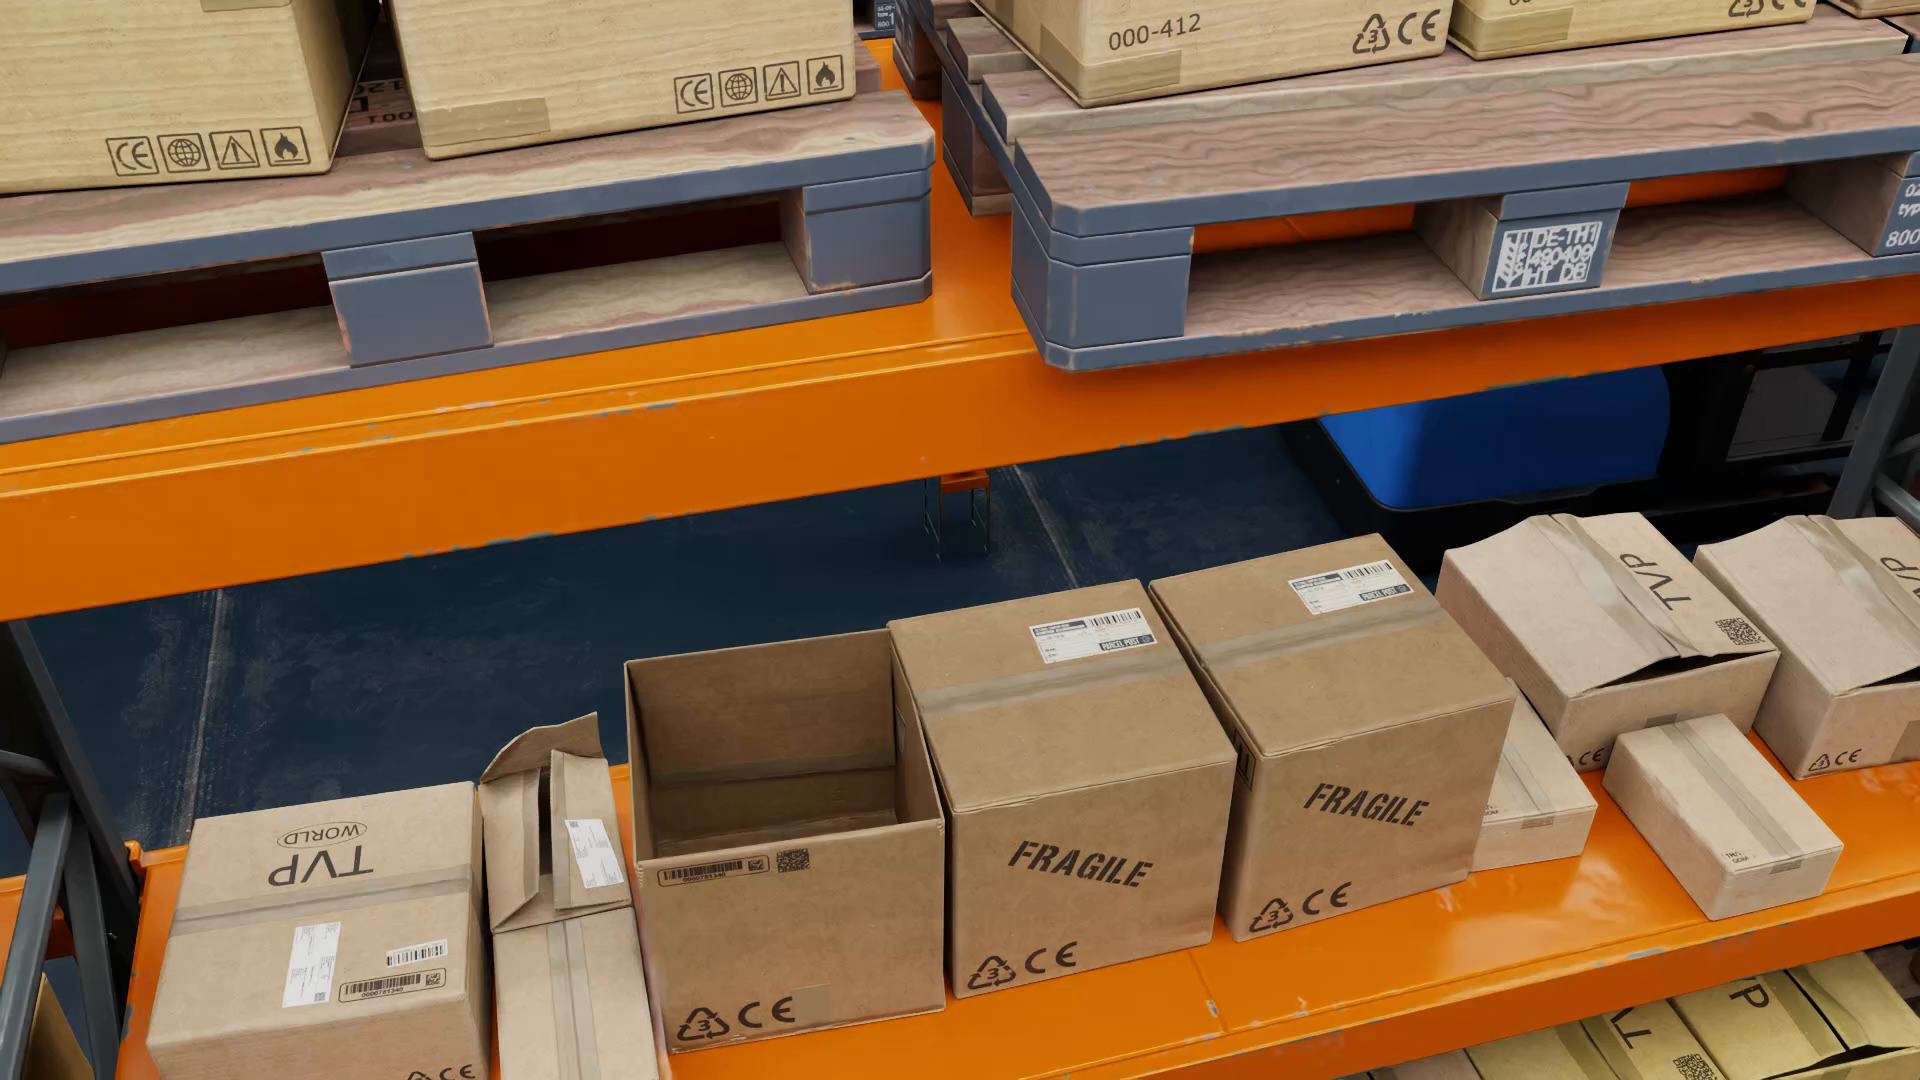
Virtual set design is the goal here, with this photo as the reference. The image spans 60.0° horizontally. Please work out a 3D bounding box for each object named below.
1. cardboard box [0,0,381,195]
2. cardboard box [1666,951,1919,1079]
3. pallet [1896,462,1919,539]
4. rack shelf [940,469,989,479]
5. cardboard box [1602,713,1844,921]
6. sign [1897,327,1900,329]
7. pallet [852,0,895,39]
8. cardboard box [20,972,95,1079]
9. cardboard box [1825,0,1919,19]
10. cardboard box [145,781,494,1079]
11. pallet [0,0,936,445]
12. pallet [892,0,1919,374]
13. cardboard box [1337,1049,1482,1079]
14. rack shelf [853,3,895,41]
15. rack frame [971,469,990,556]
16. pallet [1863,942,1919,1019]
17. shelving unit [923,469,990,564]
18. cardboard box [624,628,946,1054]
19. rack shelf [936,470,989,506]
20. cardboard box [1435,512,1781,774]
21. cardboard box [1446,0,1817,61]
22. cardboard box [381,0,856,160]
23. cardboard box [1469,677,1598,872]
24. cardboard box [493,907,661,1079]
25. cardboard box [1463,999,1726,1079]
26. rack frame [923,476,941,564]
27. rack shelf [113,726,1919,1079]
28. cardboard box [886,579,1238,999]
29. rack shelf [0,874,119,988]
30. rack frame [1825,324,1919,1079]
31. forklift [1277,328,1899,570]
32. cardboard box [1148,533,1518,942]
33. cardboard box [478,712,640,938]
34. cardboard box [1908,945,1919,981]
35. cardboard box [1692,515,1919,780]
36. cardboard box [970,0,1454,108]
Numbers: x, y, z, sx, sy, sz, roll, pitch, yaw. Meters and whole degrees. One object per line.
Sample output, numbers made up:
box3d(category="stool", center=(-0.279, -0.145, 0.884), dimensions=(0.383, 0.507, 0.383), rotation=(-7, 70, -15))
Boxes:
box3d(category="cardboard box", center=(-0.973, -0.623, 1.904), dimensions=(0.500, 0.250, 0.500), rotation=(-6, 38, -7))
box3d(category="cardboard box", center=(1.850, 1.064, 3.846), dimensions=(0.500, 0.311, 0.500), rotation=(-8, 38, -11))
box3d(category="pallet", center=(2.927, 0.062, 3.858), dimensions=(1.003, 0.211, 1.213), rotation=(-9, 38, -12))
box3d(category="rack shelf", center=(-0.014, -0.344, 5.982), dimensions=(0.180, 0.103, 0.258), rotation=(-9, 38, -12))
box3d(category="cardboard box", center=(1.495, 0.539, 3.284), dimensions=(0.250, 0.149, 0.380), rotation=(-9, 38, -12))
box3d(category="sign", center=(2.141, -0.611, 3.692), dimensions=(0.005, 0.325, 0.100), rotation=(-9, 38, -12))
box3d(category="pallet", center=(-0.904, -2.357, 7.020), dimensions=(1.213, 0.211, 1.003), rotation=(-9, 38, -12))
box3d(category="cardboard box", center=(-2.100, 1.285, 3.401), dimensions=(0.500, 0.500, 0.500), rotation=(-9, 38, -12))
box3d(category="cardboard box", center=(1.367, -0.966, 2.353), dimensions=(0.500, 0.250, 0.500), rotation=(-8, 38, -11))
box3d(category="cardboard box", center=(-1.107, 0.724, 2.958), dimensions=(0.500, 0.250, 0.500), rotation=(-7, 38, -9))
box3d(category="pallet", center=(-0.722, -0.495, 2.116), dimensions=(1.217, 0.209, 0.805), rotation=(-11, 39, -14))
box3d(category="pallet", center=(0.580, -0.643, 2.308), dimensions=(1.213, 0.211, 1.003), rotation=(-8, 38, -10))
box3d(category="cardboard box", center=(0.862, 1.229, 3.631), dimensions=(0.500, 0.311, 0.500), rotation=(-10, 38, -12))
box3d(category="rack shelf", center=(-0.935, -2.168, 7.208), dimensions=(4.000, 0.370, 1.077), rotation=(-9, 38, -12))
box3d(category="rack frame", center=(0.074, -0.489, 5.901), dimensions=(0.006, 1.200, 0.240), rotation=(-9, 38, -12))
box3d(category="pallet", center=(3.022, 1.146, 4.578), dimensions=(1.213, 0.211, 1.003), rotation=(-9, 38, -12))
box3d(category="shelving unit", center=(-0.014, -0.474, 5.882), dimensions=(0.189, 1.200, 0.258), rotation=(-9, 38, -12))
box3d(category="cardboard box", center=(-0.316, 0.533, 3.002), dimensions=(0.500, 0.500, 0.500), rotation=(-7, 38, -9))
box3d(category="rack shelf", center=(-0.014, -0.248, 6.055), dimensions=(0.180, 0.103, 0.258), rotation=(-9, 38, -12))
box3d(category="cardboard box", center=(1.377, 0.198, 3.596), dimensions=(0.500, 0.311, 0.500), rotation=(-10, 38, -12))
box3d(category="cardboard box", center=(0.811, -0.882, 2.243), dimensions=(0.500, 0.250, 0.500), rotation=(-10, 39, -13))
box3d(category="cardboard box", center=(-0.444, -0.711, 2.020), dimensions=(0.500, 0.250, 0.500), rotation=(-13, 39, -16))
box3d(category="cardboard box", center=(1.075, 0.469, 3.374), dimensions=(0.250, 0.149, 0.380), rotation=(-7, 38, -9))
box3d(category="cardboard box", center=(-0.662, 0.847, 2.880), dimensions=(0.250, 0.149, 0.380), rotation=(-9, 38, -12))
box3d(category="cardboard box", center=(1.350, 1.151, 3.733), dimensions=(0.500, 0.311, 0.500), rotation=(-10, 39, -13))
box3d(category="rack frame", center=(-0.102, -0.460, 5.863), dimensions=(0.006, 1.200, 0.240), rotation=(-9, 38, -12))
box3d(category="rack shelf", center=(0.360, 0.737, 3.410), dimensions=(4.000, 0.370, 1.077), rotation=(-9, 38, -12))
box3d(category="cardboard box", center=(0.167, 0.453, 3.106), dimensions=(0.500, 0.500, 0.500), rotation=(-9, 38, -12))
box3d(category="rack shelf", center=(-3.501, 1.371, 2.582), dimensions=(4.000, 0.370, 1.077), rotation=(-9, 38, -12))
box3d(category="rack frame", center=(2.291, 0.134, 3.605), dimensions=(0.127, 3.000, 1.000), rotation=(-9, 38, -12))
box3d(category="forklift", center=(2.858, -1.511, 5.812), dimensions=(3.031, 2.935, 1.130), rotation=(-8, 38, -10))
box3d(category="cardboard box", center=(0.676, 0.370, 3.215), dimensions=(0.500, 0.500, 0.500), rotation=(-11, 39, -14))
box3d(category="cardboard box", center=(-0.770, 0.574, 3.141), dimensions=(0.258, 0.266, 0.396), rotation=(-10, 39, -13))
box3d(category="cardboard box", center=(2.805, 1.048, 4.106), dimensions=(0.500, 0.500, 0.500), rotation=(-8, 38, -10))
box3d(category="cardboard box", center=(1.929, 0.202, 3.591), dimensions=(0.500, 0.311, 0.500), rotation=(-7, 38, -9))
box3d(category="cardboard box", center=(0.291, -0.797, 2.133), dimensions=(0.500, 0.250, 0.500), rotation=(-12, 39, -16))
